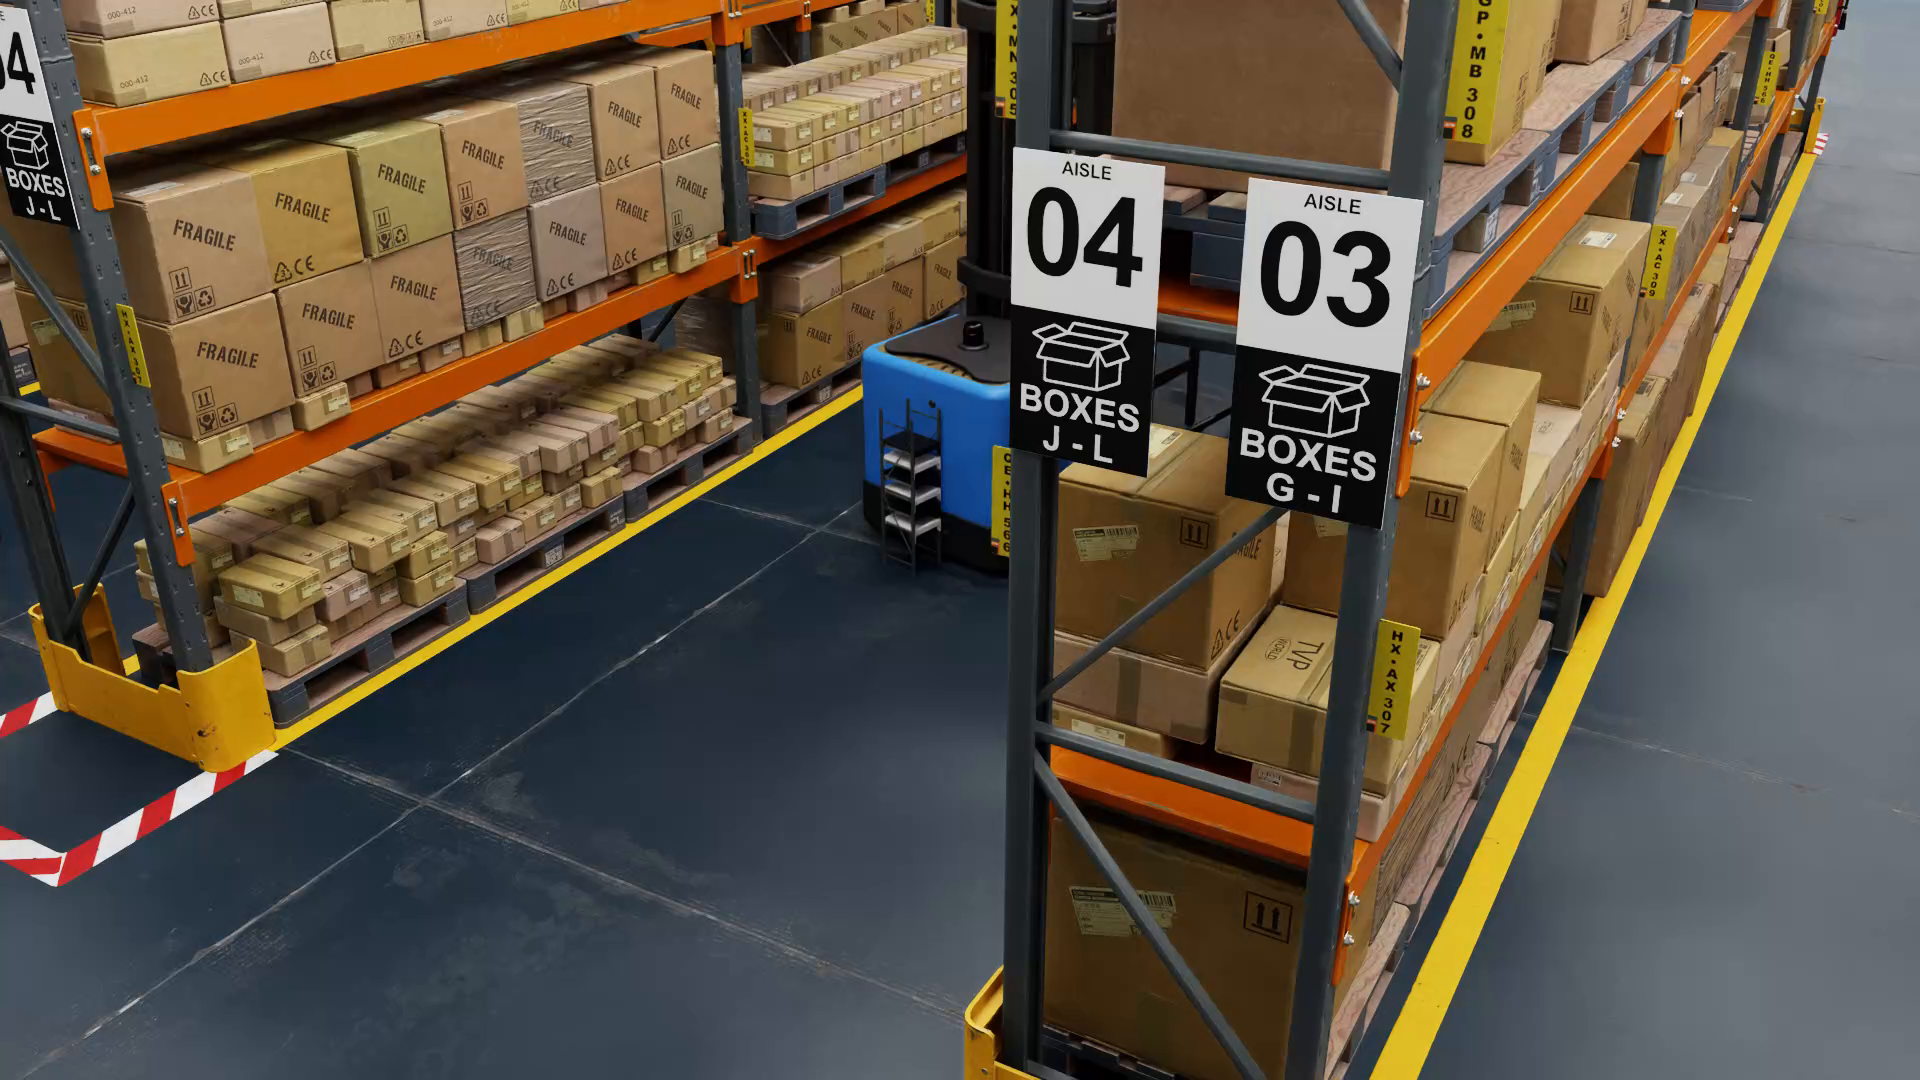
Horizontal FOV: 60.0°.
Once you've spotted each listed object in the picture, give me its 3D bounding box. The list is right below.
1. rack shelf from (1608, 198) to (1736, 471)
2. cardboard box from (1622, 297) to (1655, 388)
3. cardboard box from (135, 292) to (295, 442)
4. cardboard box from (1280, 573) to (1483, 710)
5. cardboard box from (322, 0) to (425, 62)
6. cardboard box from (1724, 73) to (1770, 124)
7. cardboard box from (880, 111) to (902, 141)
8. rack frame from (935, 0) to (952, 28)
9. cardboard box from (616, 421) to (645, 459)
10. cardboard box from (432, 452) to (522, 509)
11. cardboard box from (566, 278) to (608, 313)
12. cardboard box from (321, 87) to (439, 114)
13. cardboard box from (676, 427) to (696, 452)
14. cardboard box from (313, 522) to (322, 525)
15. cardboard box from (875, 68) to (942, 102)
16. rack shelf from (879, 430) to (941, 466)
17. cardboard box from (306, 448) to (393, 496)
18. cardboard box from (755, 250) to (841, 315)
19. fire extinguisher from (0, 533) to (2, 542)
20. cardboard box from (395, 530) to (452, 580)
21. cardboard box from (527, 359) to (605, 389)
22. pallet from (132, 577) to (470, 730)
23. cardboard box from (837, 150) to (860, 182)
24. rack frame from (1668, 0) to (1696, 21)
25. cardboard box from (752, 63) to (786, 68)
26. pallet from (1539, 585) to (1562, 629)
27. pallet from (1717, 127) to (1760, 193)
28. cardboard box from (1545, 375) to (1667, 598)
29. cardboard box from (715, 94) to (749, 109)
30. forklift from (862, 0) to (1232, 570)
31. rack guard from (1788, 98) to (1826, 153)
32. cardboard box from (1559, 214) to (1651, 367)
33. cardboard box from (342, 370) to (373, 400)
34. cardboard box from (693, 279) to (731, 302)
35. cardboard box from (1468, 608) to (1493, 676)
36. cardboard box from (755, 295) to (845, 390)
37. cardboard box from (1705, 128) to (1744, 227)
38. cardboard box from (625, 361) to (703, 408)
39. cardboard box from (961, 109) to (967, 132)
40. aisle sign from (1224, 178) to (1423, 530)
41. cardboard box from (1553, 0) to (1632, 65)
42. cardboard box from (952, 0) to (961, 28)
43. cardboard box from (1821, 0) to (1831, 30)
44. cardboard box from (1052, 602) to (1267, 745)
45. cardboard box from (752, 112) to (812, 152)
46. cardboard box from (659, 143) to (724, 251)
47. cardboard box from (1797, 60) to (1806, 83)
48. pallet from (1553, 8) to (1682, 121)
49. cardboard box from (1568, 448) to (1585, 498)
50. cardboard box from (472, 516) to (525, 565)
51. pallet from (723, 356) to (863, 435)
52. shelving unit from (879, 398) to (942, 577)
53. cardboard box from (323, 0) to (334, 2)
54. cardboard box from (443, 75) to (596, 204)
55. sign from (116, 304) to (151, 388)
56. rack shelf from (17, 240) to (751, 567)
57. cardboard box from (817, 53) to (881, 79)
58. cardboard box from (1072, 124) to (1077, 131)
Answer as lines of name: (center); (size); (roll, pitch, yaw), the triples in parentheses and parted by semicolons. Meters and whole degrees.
rack shelf: (3.549, -1.368, 9.435); (1.077, 0.370, 4.000); (14, 30, 26)
cardboard box: (3.009, -1.079, 7.943); (0.500, 0.500, 0.500); (14, 30, 26)
cardboard box: (-3.210, -0.775, 7.002); (0.500, 0.500, 0.500); (16, 31, 28)
cardboard box: (1.318, 0.251, 5.232); (0.500, 0.250, 0.500); (14, 30, 25)
cardboard box: (-2.723, -2.284, 7.277); (0.500, 0.250, 0.500); (13, 29, 24)
cardboard box: (5.557, -3.192, 11.974); (0.500, 0.250, 0.500); (13, 30, 25)
cardboard box: (-0.599, -2.711, 10.795); (0.380, 0.149, 0.250); (16, 31, 28)
rack frame: (0.264, -3.600, 13.092); (1.000, 3.000, 0.127); (14, 30, 26)
cardboard box: (-2.029, -0.602, 9.485); (0.380, 0.149, 0.250); (14, 30, 27)
cardboard box: (-2.488, -0.308, 8.566); (0.380, 0.149, 0.250); (15, 30, 27)
cardboard box: (-2.111, -1.344, 8.864); (0.380, 0.149, 0.250); (13, 29, 24)
cardboard box: (-2.908, -1.950, 8.233); (0.500, 0.500, 0.500); (13, 29, 24)
cardboard box: (-1.801, -0.644, 9.901); (0.380, 0.149, 0.250); (15, 30, 28)
cardboard box: (-3.184, -0.082, 8.447); (0.380, 0.149, 0.250); (14, 30, 25)
cardboard box: (-0.345, -3.045, 11.129); (0.380, 0.149, 0.250); (15, 30, 28)
rack shelf: (-0.260, -0.487, 8.689); (0.258, 0.077, 0.200); (22, 34, 36)
cardboard box: (-3.175, -0.342, 8.633); (0.380, 0.149, 0.250); (15, 30, 28)
cardboard box: (-1.110, -1.677, 10.734); (0.500, 0.250, 0.500); (13, 29, 24)
fire extinguisher: (-4.197, -0.285, 6.971); (0.296, 0.674, 0.183); (14, 30, 26)
cardboard box: (-2.742, 0.038, 8.206); (0.380, 0.149, 0.250); (15, 30, 28)
cardboard box: (-2.322, -0.928, 9.804); (0.380, 0.149, 0.250); (14, 30, 25)
pallet: (-3.204, 0.426, 8.164); (1.003, 0.211, 1.213); (14, 30, 26)
cardboard box: (-0.852, -2.375, 10.455); (0.380, 0.149, 0.250); (14, 30, 26)
rack frame: (2.565, -3.593, 6.374); (1.000, 3.000, 0.127); (14, 30, 26)
cardboard box: (-2.071, -5.458, 19.405); (0.500, 0.250, 0.500); (16, 31, 28)
pallet: (2.879, 0.020, 8.975); (1.003, 0.211, 1.213); (14, 30, 26)
pallet: (4.791, -2.684, 11.476); (1.213, 0.211, 1.003); (14, 30, 26)
cardboard box: (2.862, -0.402, 8.606); (1.225, 0.875, 0.875); (14, 30, 26)
cardboard box: (-1.545, -2.687, 10.415); (0.380, 0.149, 0.250); (13, 29, 25)
forklift: (0.811, -1.730, 9.431); (1.130, 2.935, 3.031); (22, 34, 36)
rack guard: (8.431, -4.439, 17.560); (1.175, 0.500, 0.348); (14, 30, 26)
cardboard box: (2.572, -1.073, 7.041); (0.500, 0.500, 0.500); (15, 30, 28)
cardboard box: (-2.950, -0.757, 7.692); (0.380, 0.149, 0.250); (16, 31, 28)
cardboard box: (-1.557, -1.793, 10.966); (0.500, 0.250, 0.500); (13, 30, 25)
cardboard box: (1.563, 0.295, 5.591); (0.380, 0.149, 0.250); (14, 30, 25)
cardboard box: (-1.109, -1.341, 10.902); (0.500, 0.500, 0.500); (15, 30, 28)
cardboard box: (4.506, -2.267, 10.315); (0.500, 0.500, 0.500); (15, 30, 28)
cardboard box: (-1.743, -0.916, 9.781); (0.380, 0.149, 0.250); (15, 30, 27)
cardboard box: (-0.085, -2.984, 11.672); (0.380, 0.149, 0.250); (13, 29, 24)
aisle sign: (0.823, -0.419, 3.833); (0.394, 0.787, 0.004); (14, 30, 26)
cardboard box: (1.964, -2.002, 5.854); (0.700, 0.500, 0.500); (16, 31, 29)
cardboard box: (-0.327, -6.693, 21.034); (0.500, 0.500, 0.500); (14, 30, 26)
cardboard box: (7.749, -5.149, 15.742); (0.875, 0.500, 0.500); (14, 30, 26)
cardboard box: (0.605, 0.336, 5.064); (0.500, 0.250, 0.500); (14, 30, 25)
cardboard box: (-1.109, -2.435, 9.911); (0.380, 0.149, 0.250); (16, 31, 29)
cardboard box: (-1.696, -1.969, 9.388); (0.500, 0.500, 0.500); (14, 30, 26)
cardboard box: (7.002, -4.028, 14.225); (0.380, 0.149, 0.250); (14, 30, 26)
pallet: (2.153, -1.895, 6.433); (1.003, 0.211, 1.213); (14, 30, 26)
cardboard box: (2.321, -0.306, 6.791); (0.380, 0.149, 0.250); (15, 30, 27)
cardboard box: (-2.499, -0.022, 8.658); (0.380, 0.149, 0.250); (13, 29, 24)
pallet: (-1.322, -1.098, 11.208); (1.003, 0.211, 1.213); (14, 30, 26)
shelving unit: (-0.260, -0.275, 8.795); (0.258, 0.900, 0.210); (22, 34, 36)
cardboard box: (-2.714, -2.492, 7.136); (0.500, 0.250, 0.500); (15, 30, 27)
cardboard box: (-2.213, -2.025, 8.383); (0.500, 0.500, 0.500); (15, 30, 27)
sign: (-3.199, -0.750, 6.431); (0.100, 0.325, 0.005); (14, 30, 26)
rack shelf: (-2.687, -0.940, 8.581); (1.077, 0.370, 4.000); (14, 30, 26)
cardboard box: (-0.777, -3.292, 11.622); (0.380, 0.149, 0.250); (15, 30, 28)
cardboard box: (1.069, -3.341, 14.618); (1.050, 0.750, 0.750); (15, 30, 27)
